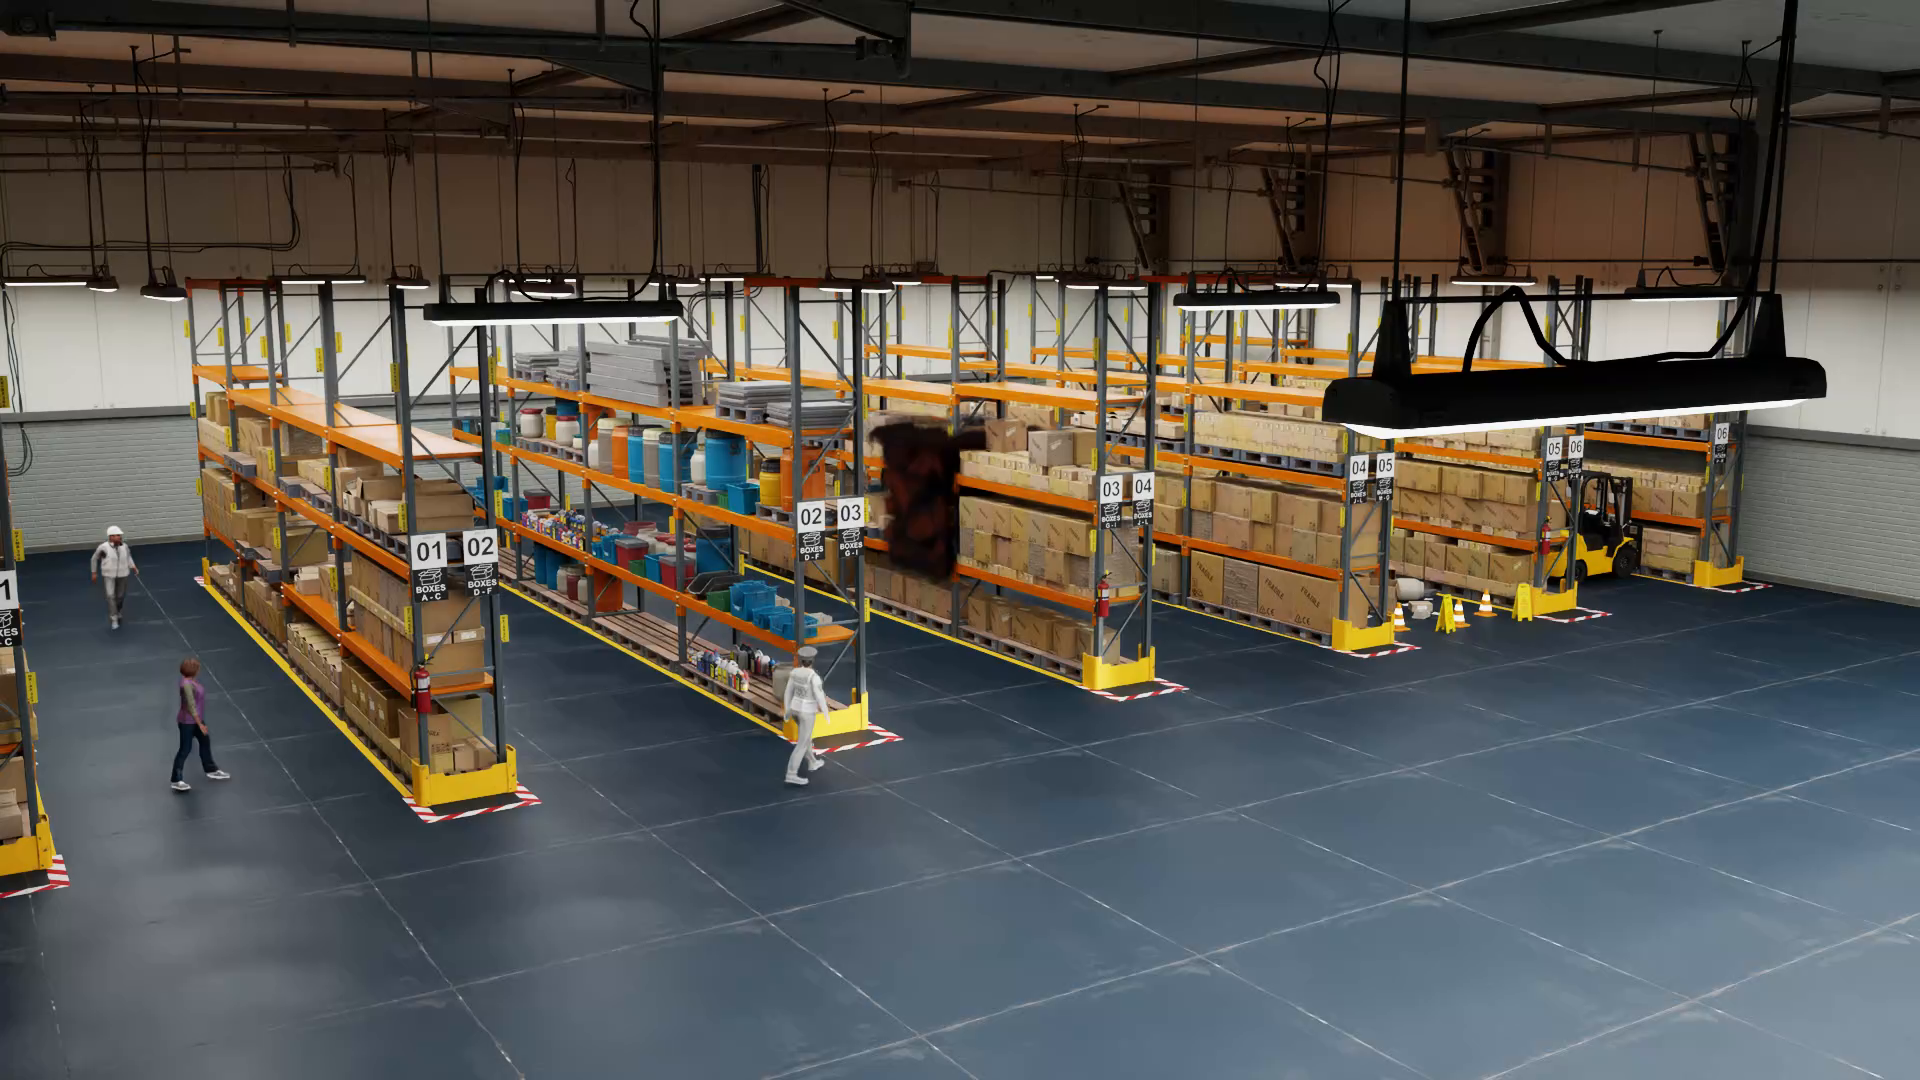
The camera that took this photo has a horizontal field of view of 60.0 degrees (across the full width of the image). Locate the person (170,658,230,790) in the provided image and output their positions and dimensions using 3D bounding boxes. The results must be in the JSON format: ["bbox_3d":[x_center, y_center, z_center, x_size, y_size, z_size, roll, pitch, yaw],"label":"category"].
[{"bbox_3d":[-9.285,2.201,20.155,0.561,1.597,0.583,-1,10,-9],"label":"person"}]

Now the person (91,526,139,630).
[{"bbox_3d":[-14.823,0.622,29.160,0.711,1.752,0.992,-6,11,-32],"label":"person"}]

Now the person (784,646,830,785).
[{"bbox_3d":[-1.892,2.121,20.439,0.863,1.633,0.552,-9,13,-44],"label":"person"}]
